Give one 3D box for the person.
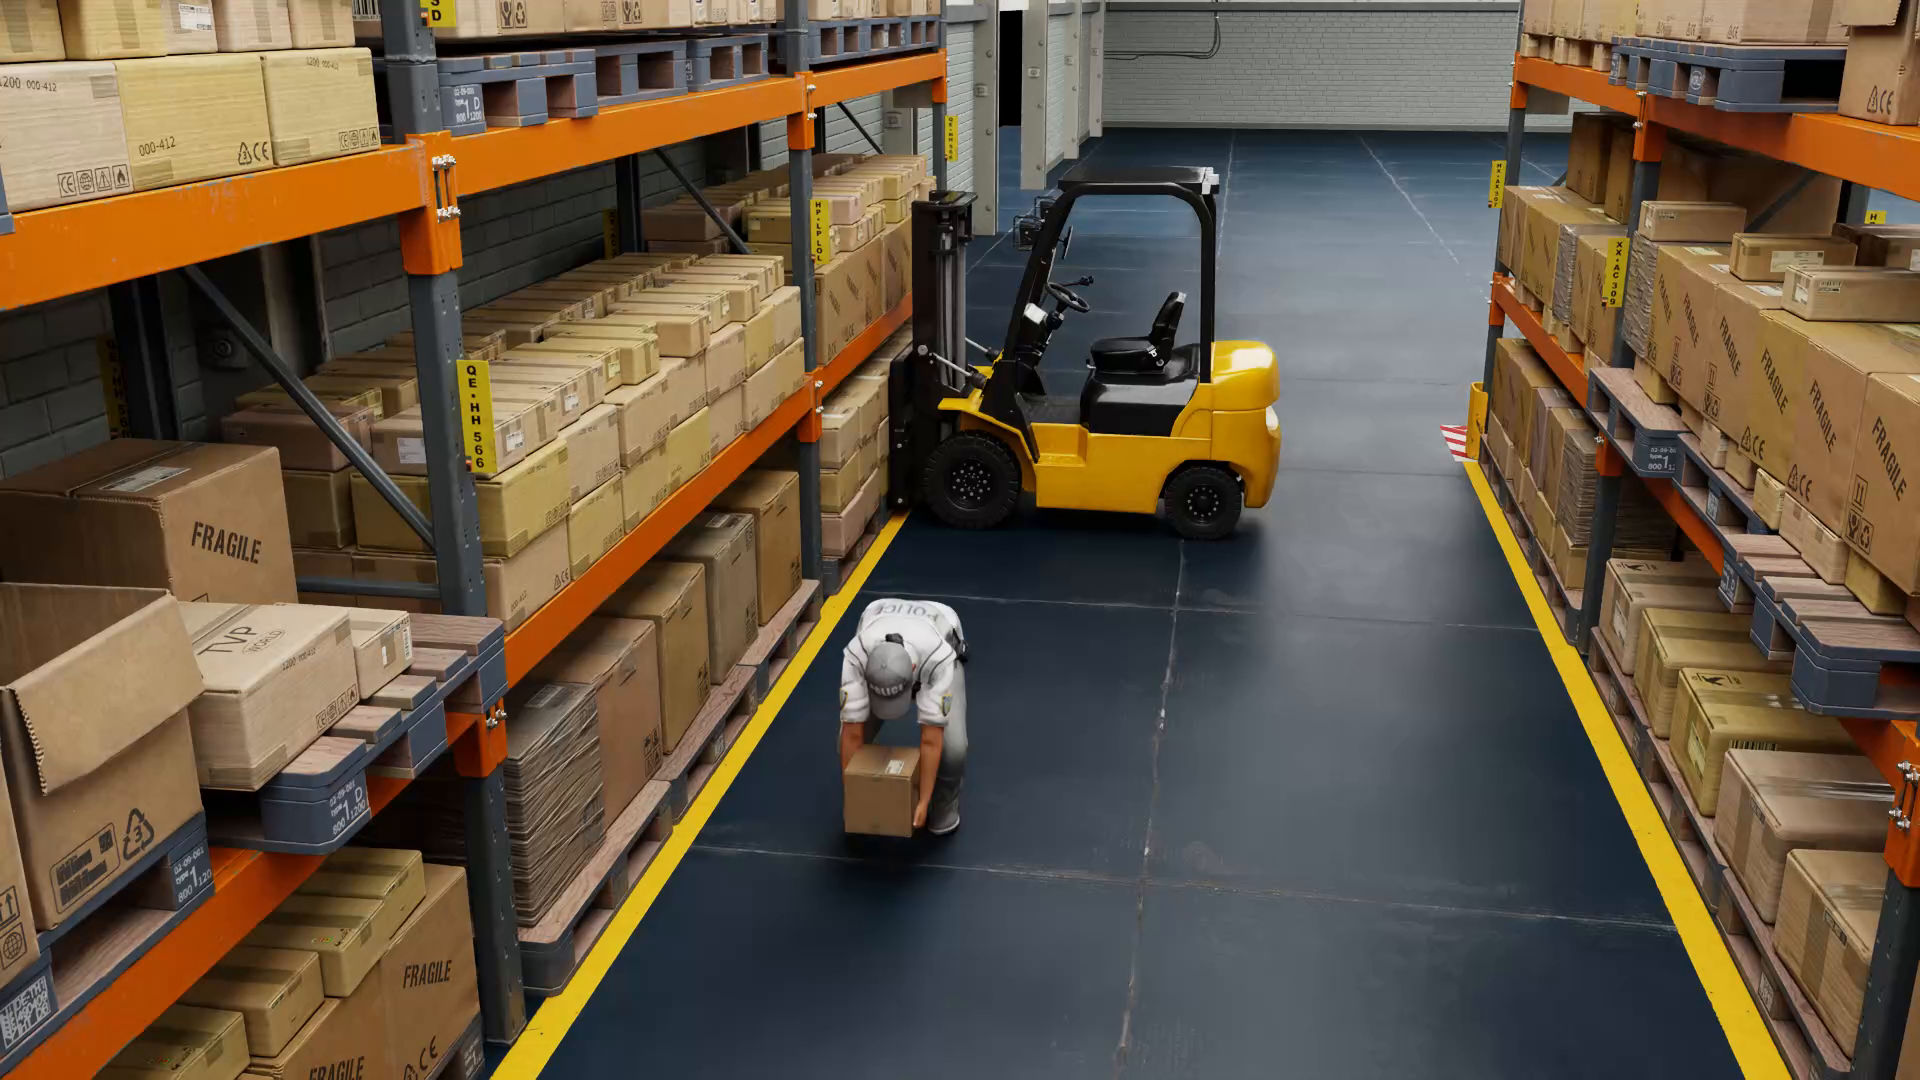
[{"bbox_3d":[-0.225,0.717,6.483,0.521,0.966,0.935,2,18,7],"label":"person"}]
